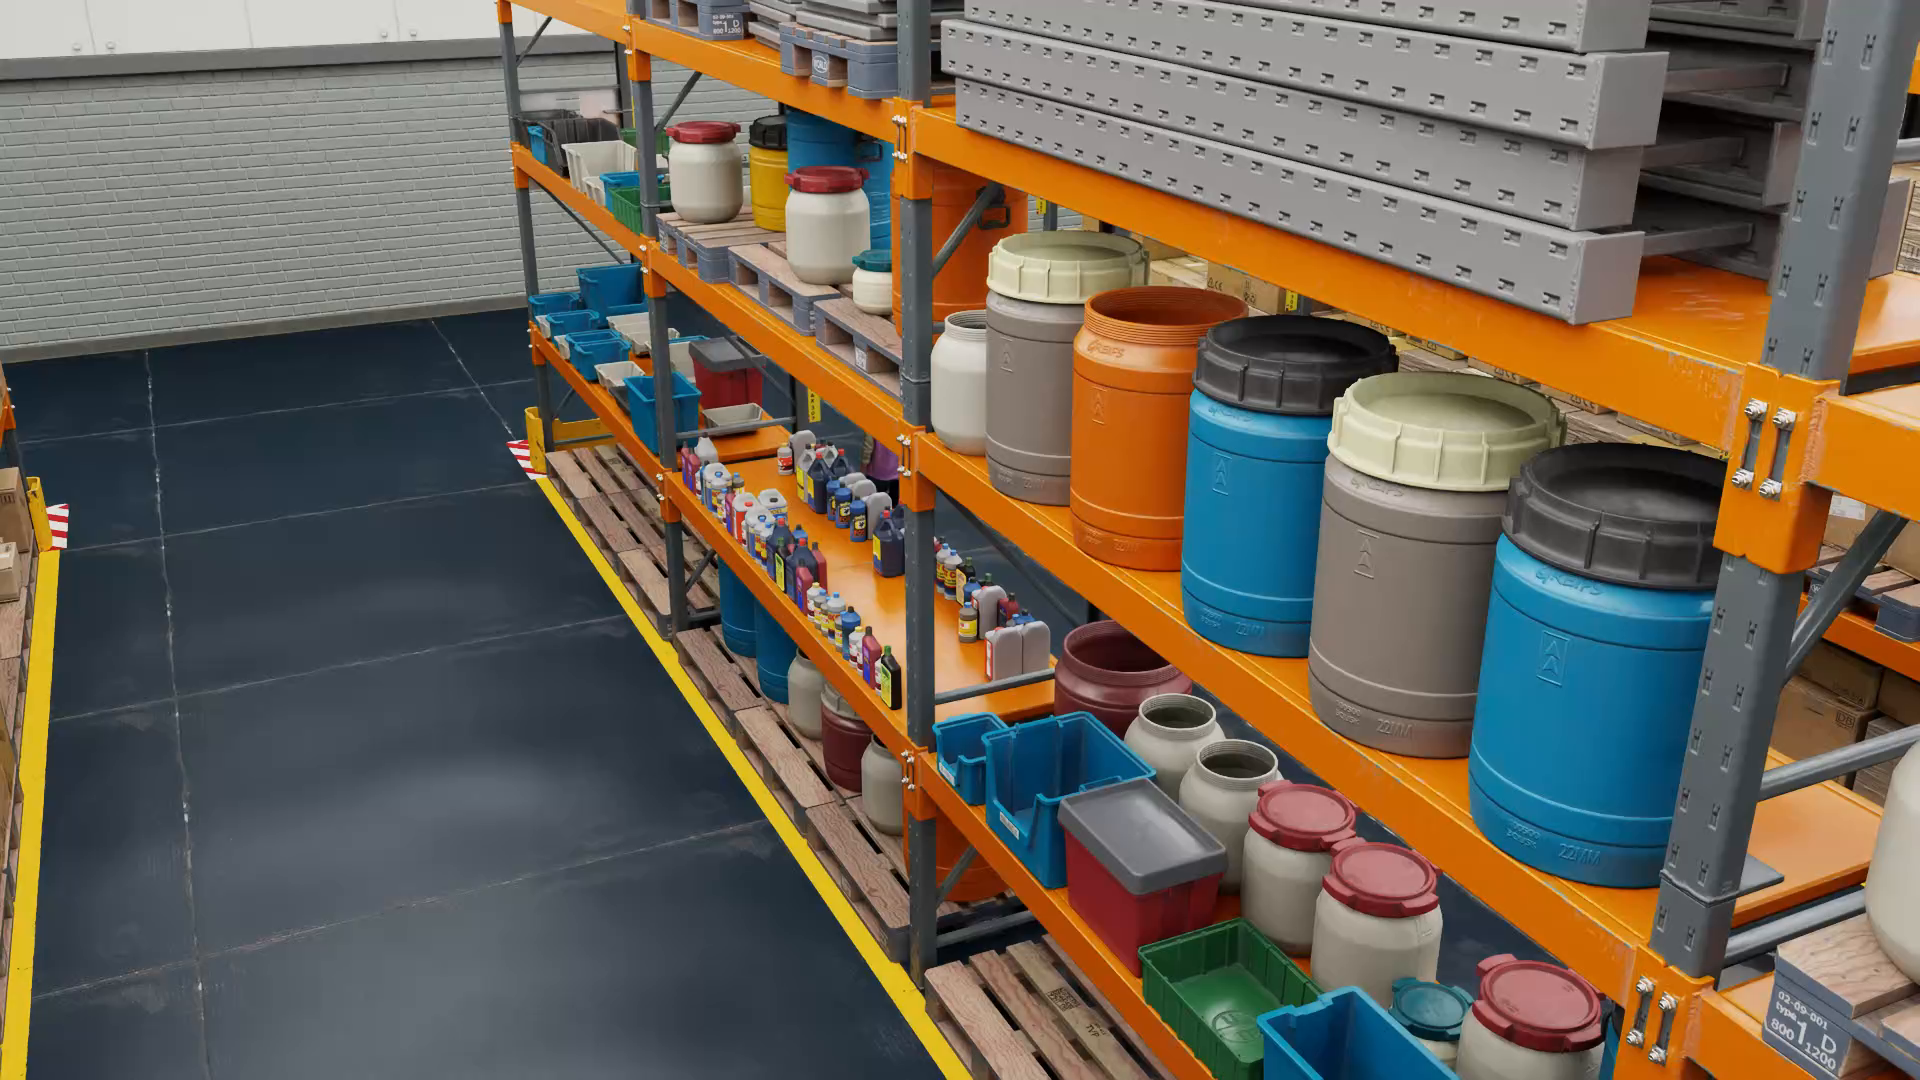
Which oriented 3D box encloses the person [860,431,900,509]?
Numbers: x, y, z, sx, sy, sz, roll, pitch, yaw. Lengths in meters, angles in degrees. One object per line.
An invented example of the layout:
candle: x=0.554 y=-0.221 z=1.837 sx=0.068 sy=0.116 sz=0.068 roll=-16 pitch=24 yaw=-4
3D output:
person: x=-0.541 y=-0.506 z=12.221 sx=0.458 sy=1.591 sz=0.345 roll=-15 pitch=27 yaw=-32
